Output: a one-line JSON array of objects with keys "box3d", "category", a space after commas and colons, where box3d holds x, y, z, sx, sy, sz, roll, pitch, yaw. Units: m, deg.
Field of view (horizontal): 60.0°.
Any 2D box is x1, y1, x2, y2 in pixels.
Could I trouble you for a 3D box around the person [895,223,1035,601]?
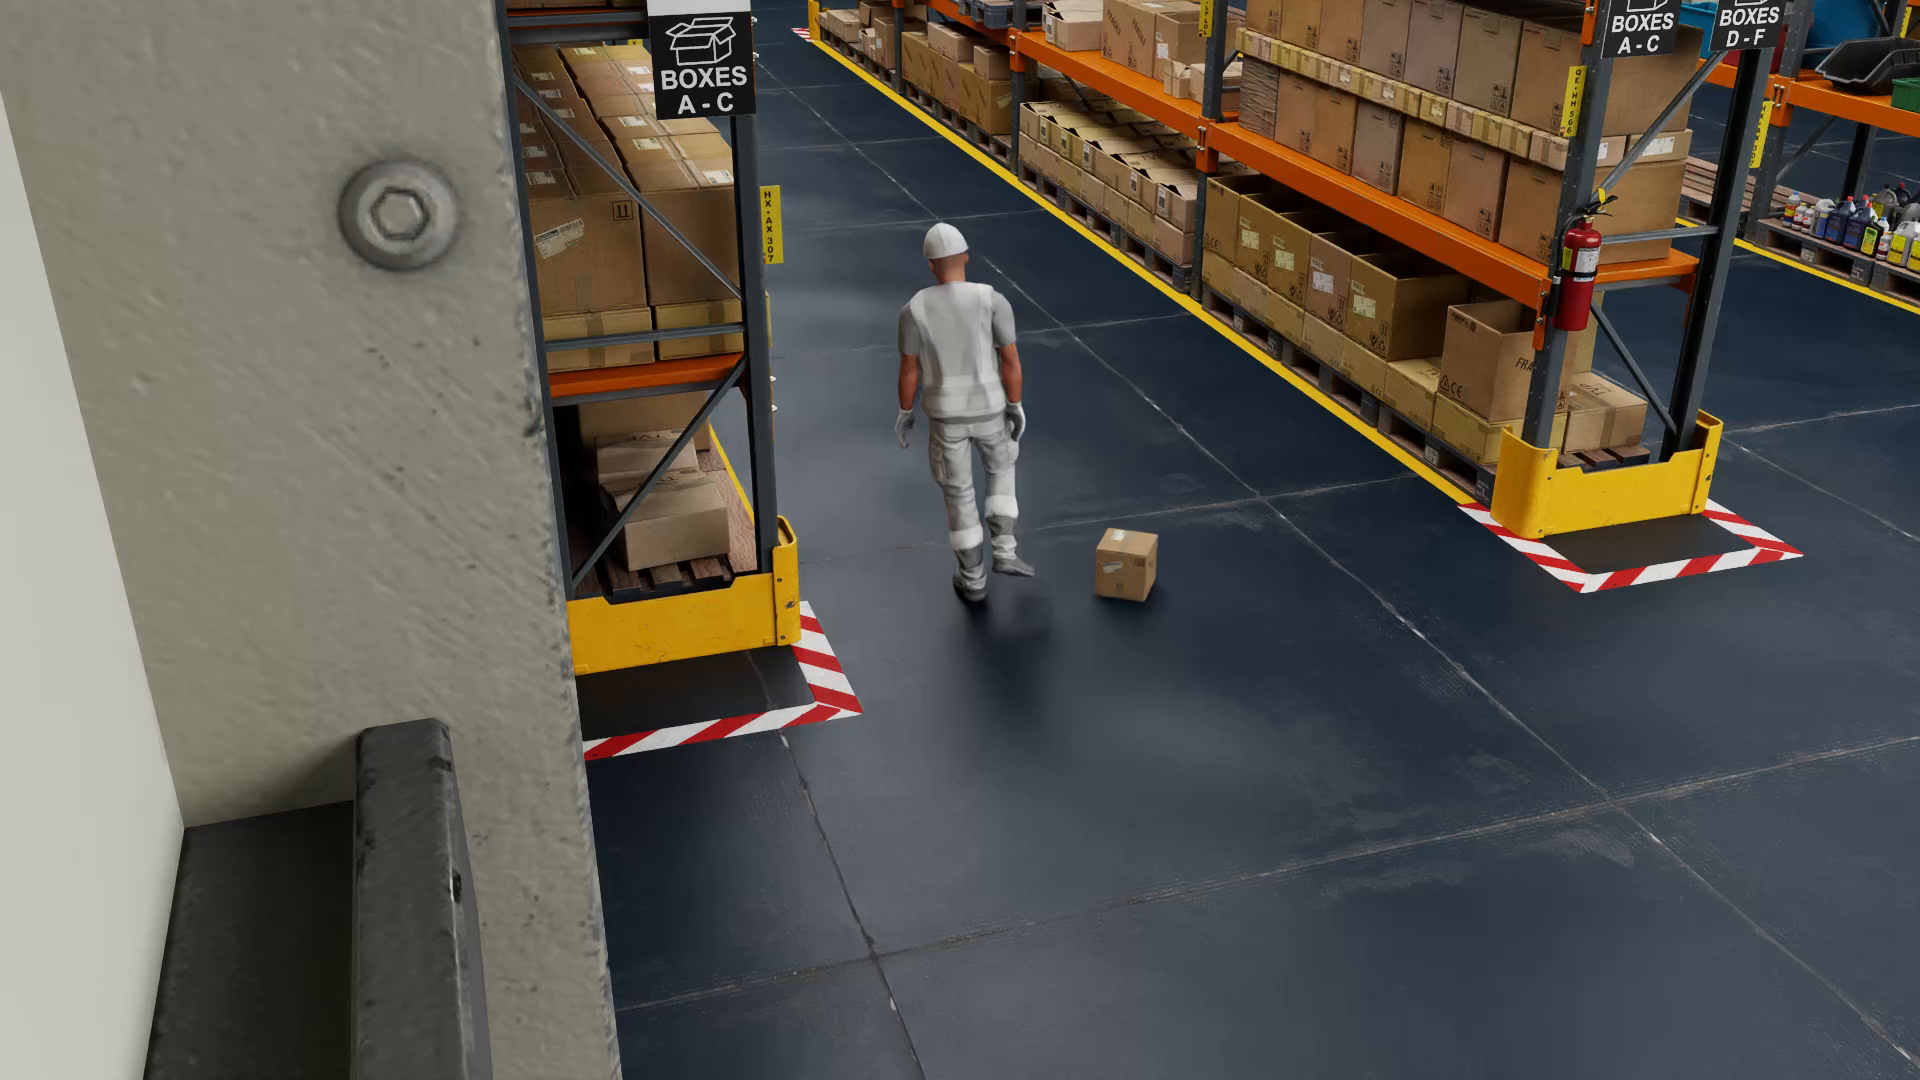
[{"box3d": [0.028, -0.590, 7.766, 0.660, 1.762, 0.514, -3, 26, -6], "category": "person"}]
